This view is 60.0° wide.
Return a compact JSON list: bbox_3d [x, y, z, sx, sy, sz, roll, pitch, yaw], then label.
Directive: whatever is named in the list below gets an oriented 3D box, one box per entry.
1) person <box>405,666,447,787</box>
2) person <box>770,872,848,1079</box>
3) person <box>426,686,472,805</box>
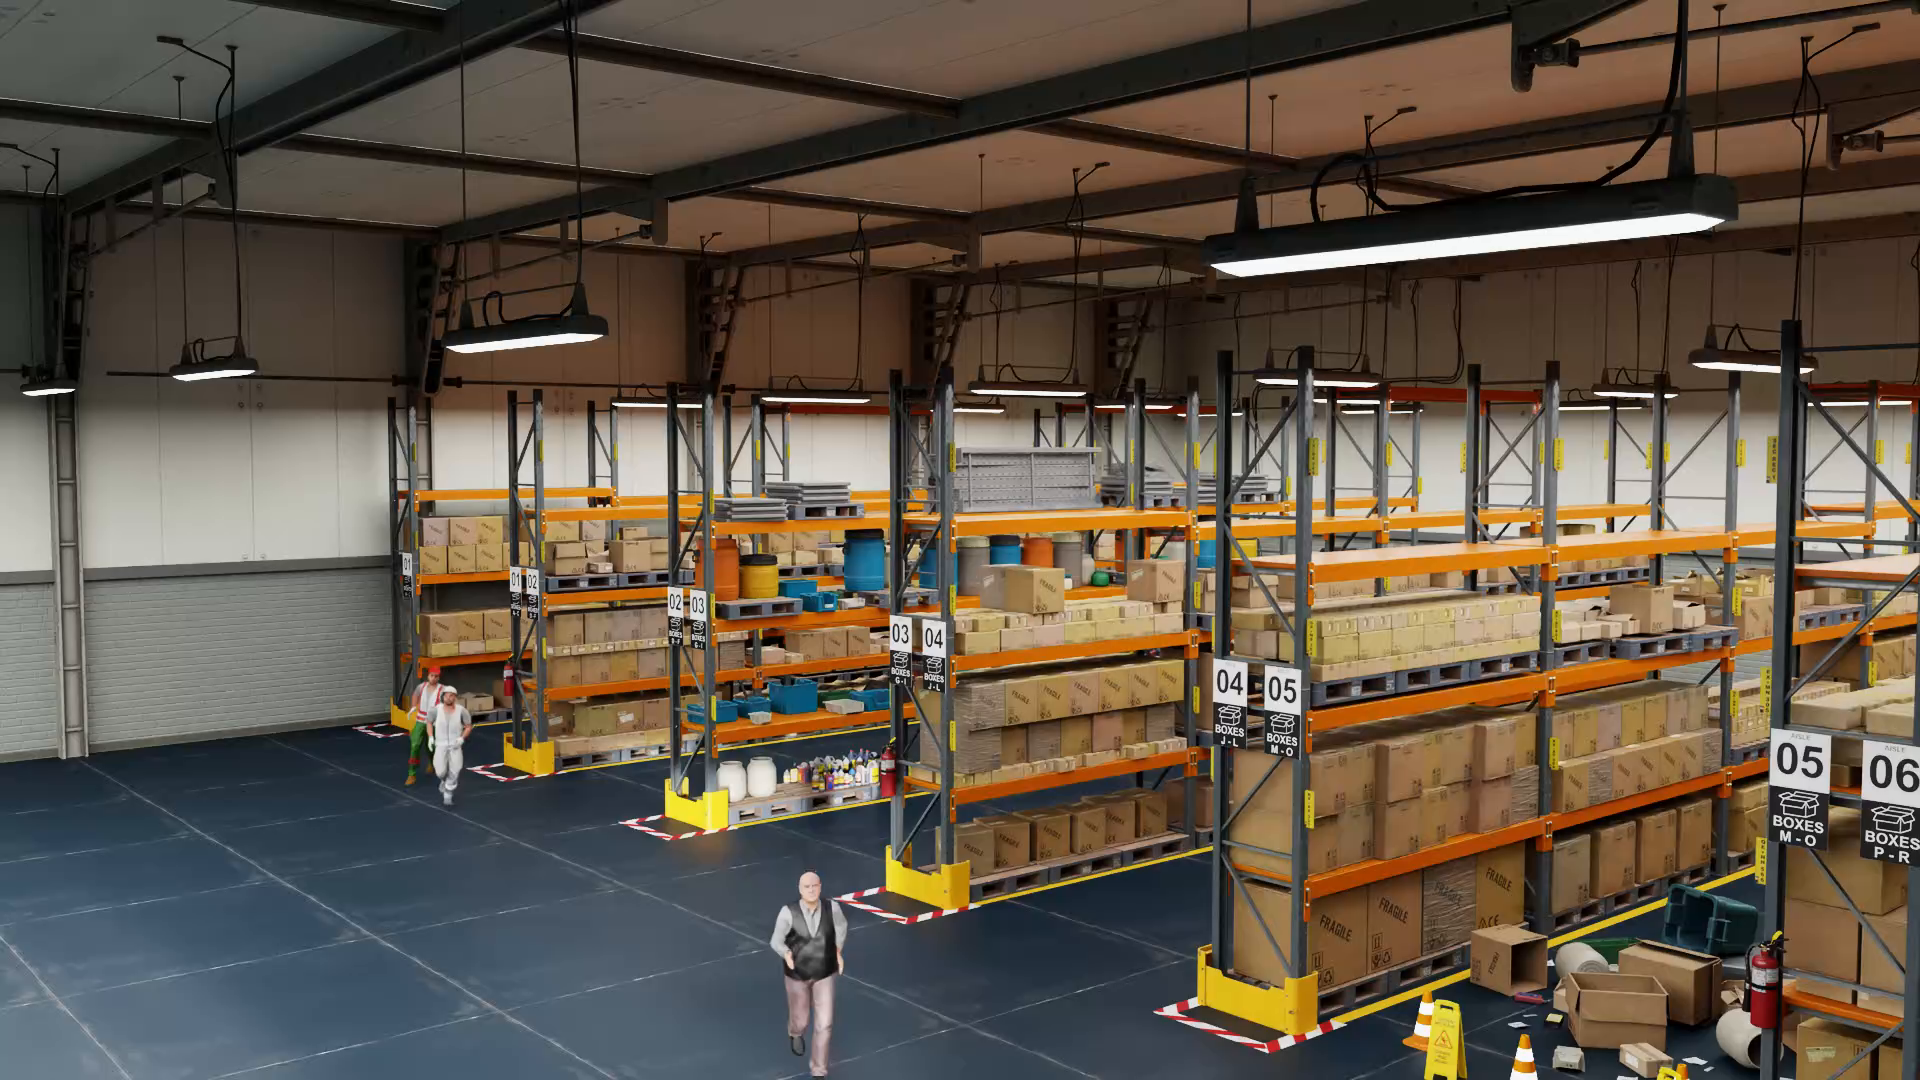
[{"bbox_3d":[-8.079,2.799,25.397,0.704,1.770,0.942,0,3,0],"label":"person"},{"bbox_3d":[-1.217,3.518,13.486,0.646,1.712,0.927,-1,3,-11],"label":"person"},{"bbox_3d":[-7.276,2.924,23.702,0.623,1.711,0.568,-1,3,-16],"label":"person"}]
